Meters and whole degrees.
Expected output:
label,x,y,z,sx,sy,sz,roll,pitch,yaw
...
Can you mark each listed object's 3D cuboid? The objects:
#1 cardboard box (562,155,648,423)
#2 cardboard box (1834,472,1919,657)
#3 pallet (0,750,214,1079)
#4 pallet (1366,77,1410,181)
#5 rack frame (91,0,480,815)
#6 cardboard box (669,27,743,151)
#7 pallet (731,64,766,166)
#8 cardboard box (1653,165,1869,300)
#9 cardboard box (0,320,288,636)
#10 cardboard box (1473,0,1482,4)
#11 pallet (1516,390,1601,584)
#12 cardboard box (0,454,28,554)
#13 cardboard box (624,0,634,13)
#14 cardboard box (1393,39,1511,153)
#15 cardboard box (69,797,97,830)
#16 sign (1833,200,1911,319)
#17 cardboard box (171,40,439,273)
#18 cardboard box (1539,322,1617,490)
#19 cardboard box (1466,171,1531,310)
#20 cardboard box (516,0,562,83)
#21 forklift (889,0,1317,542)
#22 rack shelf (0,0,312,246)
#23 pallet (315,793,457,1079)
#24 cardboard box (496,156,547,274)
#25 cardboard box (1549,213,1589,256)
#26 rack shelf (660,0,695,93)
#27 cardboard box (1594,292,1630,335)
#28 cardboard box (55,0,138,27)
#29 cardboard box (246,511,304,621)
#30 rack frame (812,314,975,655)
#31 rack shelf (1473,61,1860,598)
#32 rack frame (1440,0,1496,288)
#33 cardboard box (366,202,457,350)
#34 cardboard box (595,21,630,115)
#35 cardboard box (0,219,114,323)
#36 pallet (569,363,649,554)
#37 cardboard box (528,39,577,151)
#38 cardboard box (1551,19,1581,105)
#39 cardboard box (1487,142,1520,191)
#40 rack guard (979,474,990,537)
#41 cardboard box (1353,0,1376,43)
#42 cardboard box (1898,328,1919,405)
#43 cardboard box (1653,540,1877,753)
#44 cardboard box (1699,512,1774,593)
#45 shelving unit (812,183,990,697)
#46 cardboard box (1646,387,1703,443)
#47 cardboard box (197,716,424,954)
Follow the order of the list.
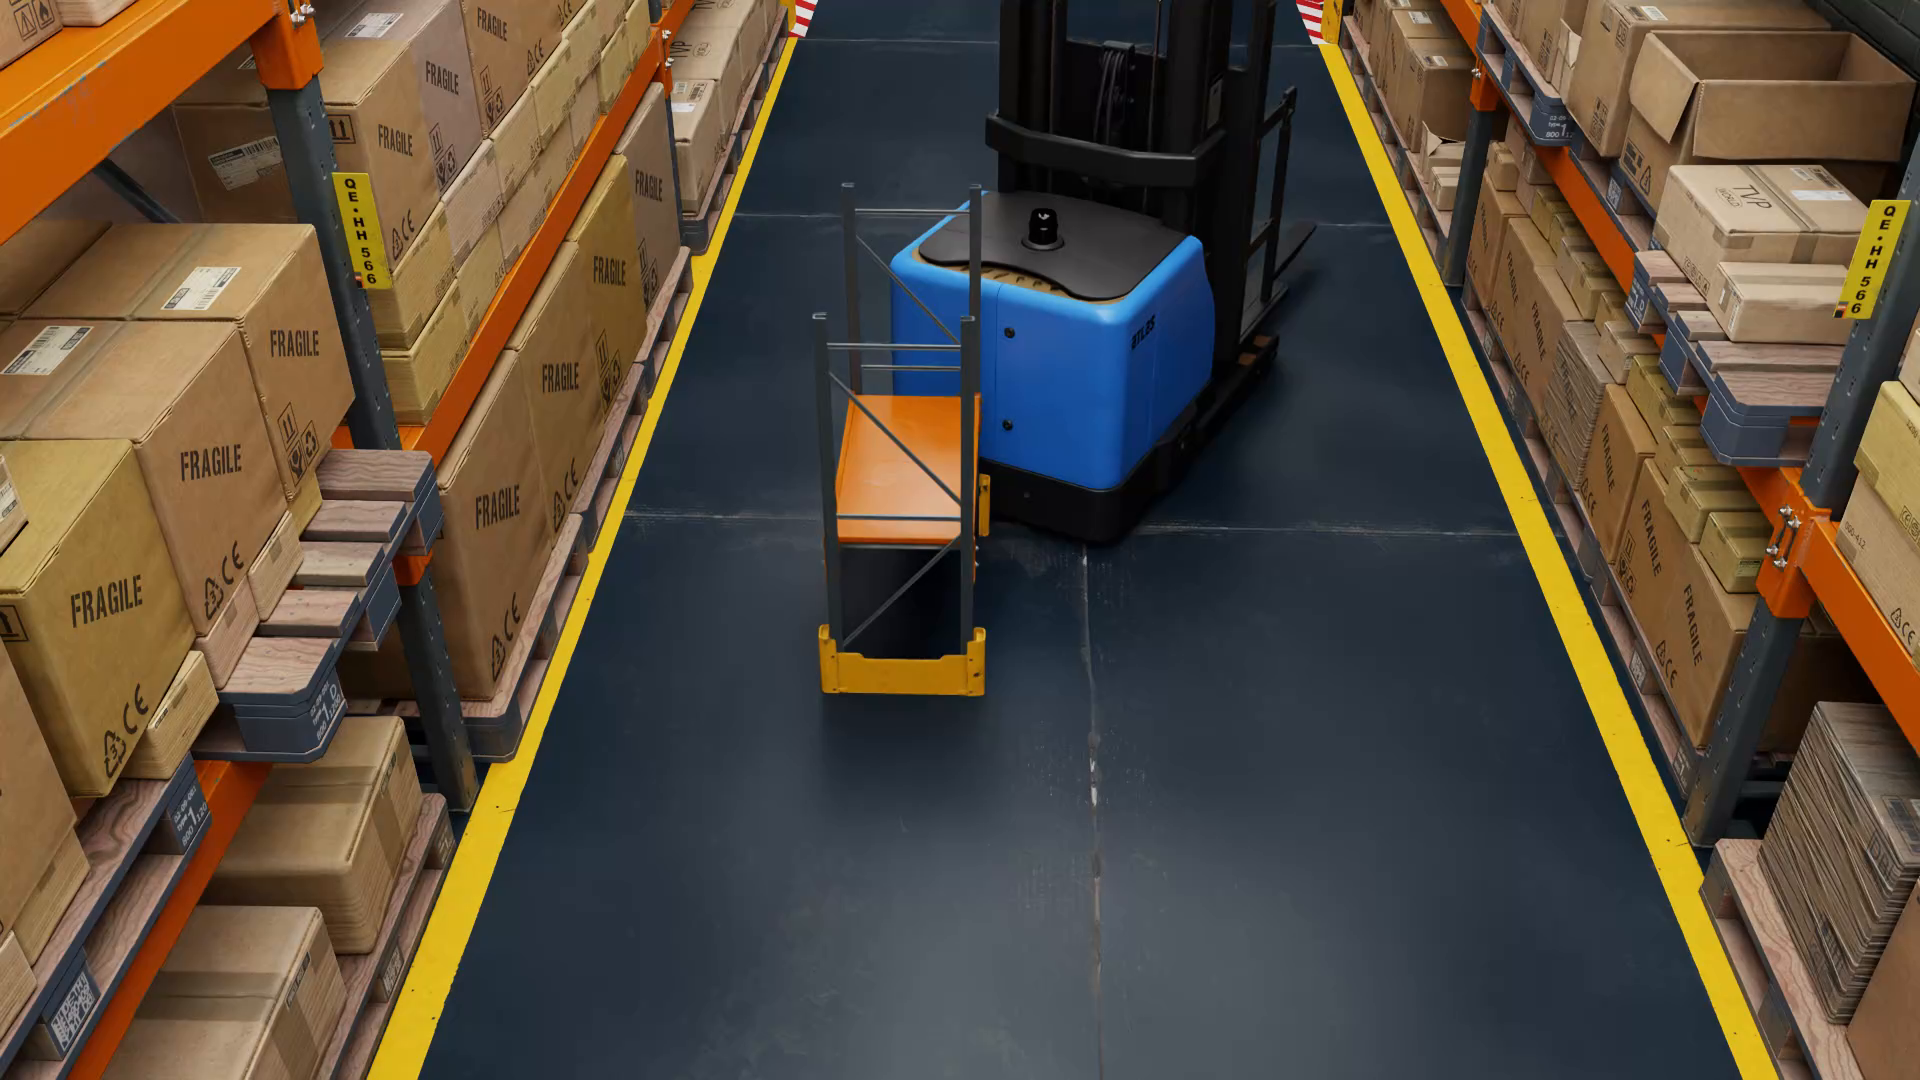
label,x,y,z,sx,sy,sz,roll,pitch,yaw
cardboard box,-1.920,-1.094,7.181,0.875,0.875,0.875,2,35,3
cardboard box,2.590,0.052,4.197,0.500,0.250,0.500,1,35,2
pallet,-2.146,0.846,3.105,1.003,0.211,1.213,1,35,2
pallet,3.088,-2.513,10.142,1.003,0.211,1.213,1,35,2
rack frame,-2.108,-0.371,4.669,1.000,3.000,0.127,1,35,2
cardboard box,-1.779,-2.665,9.797,0.875,0.438,0.875,0,35,0
pallet,-1.792,-2.666,10.360,1.003,0.211,1.213,1,35,2
cardboard box,2.571,-0.983,5.305,0.500,0.250,0.500,0,35,0
cardboard box,-1.858,-0.140,3.630,0.500,0.500,0.500,1,35,1
cardboard box,2.762,-2.793,8.334,0.380,0.149,0.250,2,35,3
pallet,2.972,-0.245,6.915,1.003,0.211,1.213,1,35,2
cardboard box,-1.891,-0.024,2.901,0.380,0.149,0.250,0,35,0
cardboard box,-1.722,-2.553,7.470,0.500,0.250,0.500,1,35,2
cardboard box,2.939,-2.568,9.604,0.700,0.500,0.500,0,35,0
cardboard box,-1.941,0.500,3.284,0.380,0.149,0.250,2,35,2
sign,2.310,-0.707,4.209,0.100,0.325,0.005,1,35,2
cardboard box,-1.843,-1.099,4.748,0.500,0.500,0.500,0,35,0
cardboard box,2.706,-0.542,6.722,0.500,0.500,0.500,0,35,0
cardboard box,2.769,-1.433,7.989,0.500,0.500,0.500,3,35,4
cardboard box,-1.773,-1.971,5.989,0.500,0.500,0.500,2,35,3
forklift,0.857,-2.020,7.075,1.130,2.935,3.031,17,39,23
rack shelf,-2.188,-0.155,2.378,1.077,0.370,4.000,1,35,2
pallet,-2.141,1.219,4.832,1.003,0.211,1.213,1,35,2
cardboard box,-1.807,-1.182,5.953,0.500,0.250,0.500,2,35,3
cardboard box,2.802,-1.305,7.242,0.380,0.149,0.250,1,35,1
rack shelf,-1.867,-3.524,9.781,1.077,0.370,4.000,1,35,2
cardboard box,2.761,-0.864,6.615,0.380,0.149,0.250,1,35,2
cardboard box,-1.912,-1.167,3.411,0.380,0.149,0.250,1,35,2
cardboard box,-1.790,0.055,3.916,0.380,0.149,0.250,1,35,1
rack frame,-0.205,-0.071,5.547,0.500,1.500,0.032,1,35,1
rack shelf,2.933,-1.113,6.351,1.077,0.370,4.000,1,35,2
rack frame,3.013,-2.557,7.779,1.000,3.000,0.127,1,35,2
cardboard box,-1.840,-0.800,4.975,0.500,0.250,0.500,1,35,2
cardboard box,-1.735,-2.052,7.191,0.500,0.250,0.500,1,35,1
cardboard box,-2.357,-0.452,4.074,0.500,0.500,0.500,0,35,1
pallet,-1.949,-0.380,7.108,1.003,0.211,1.213,1,35,2
cardboard box,-1.753,-1.674,6.218,0.500,0.250,0.500,2,35,3
cardboard box,2.574,-1.884,6.574,0.396,0.266,0.258,3,35,4
cardboard box,2.733,-1.771,7.906,0.380,0.149,0.250,3,35,4
rack guard,-0.173,-0.143,6.737,0.587,0.250,0.087,1,35,1
cardboard box,3.054,-3.656,11.149,0.797,0.503,0.637,0,35,0
cardboard box,2.545,-0.388,4.043,0.380,0.149,0.250,2,35,3
cardboard box,2.654,0.345,5.460,0.500,0.500,0.500,2,35,3
cardboard box,2.619,0.037,5.333,0.380,0.149,0.250,0,35,0
shelving unit,-0.188,-0.369,5.970,0.587,1.500,1.083,1,35,1
cardboard box,2.710,-0.421,5.985,0.380,0.149,0.250,2,35,3
cardboard box,-2.140,0.857,4.842,0.950,0.372,0.625,-1,35,-1
